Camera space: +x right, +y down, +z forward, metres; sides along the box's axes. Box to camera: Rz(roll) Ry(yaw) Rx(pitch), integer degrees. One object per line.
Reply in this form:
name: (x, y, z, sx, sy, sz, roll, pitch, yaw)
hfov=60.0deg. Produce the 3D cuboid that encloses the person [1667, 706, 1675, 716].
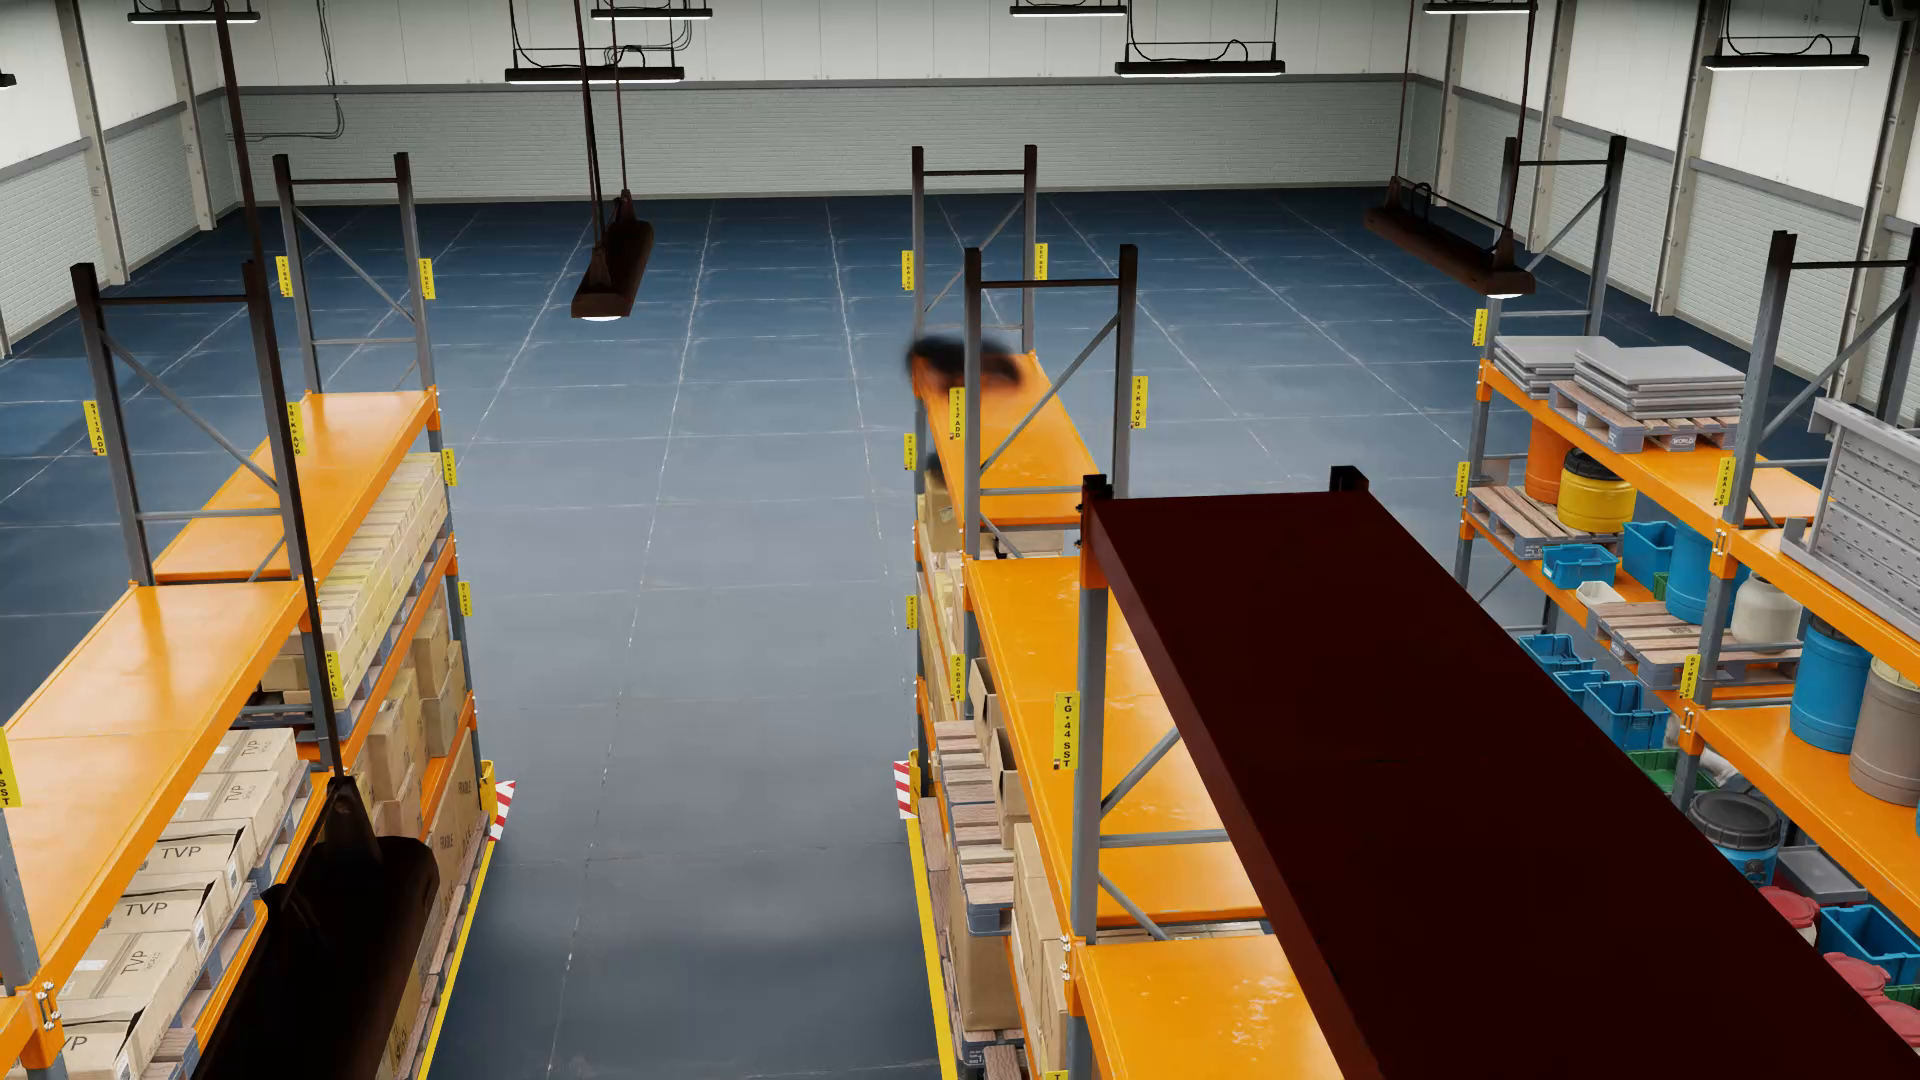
person: (6.757, 1.201, 15.220, 0.681, 0.886, 0.414, -15, 26, -33)
